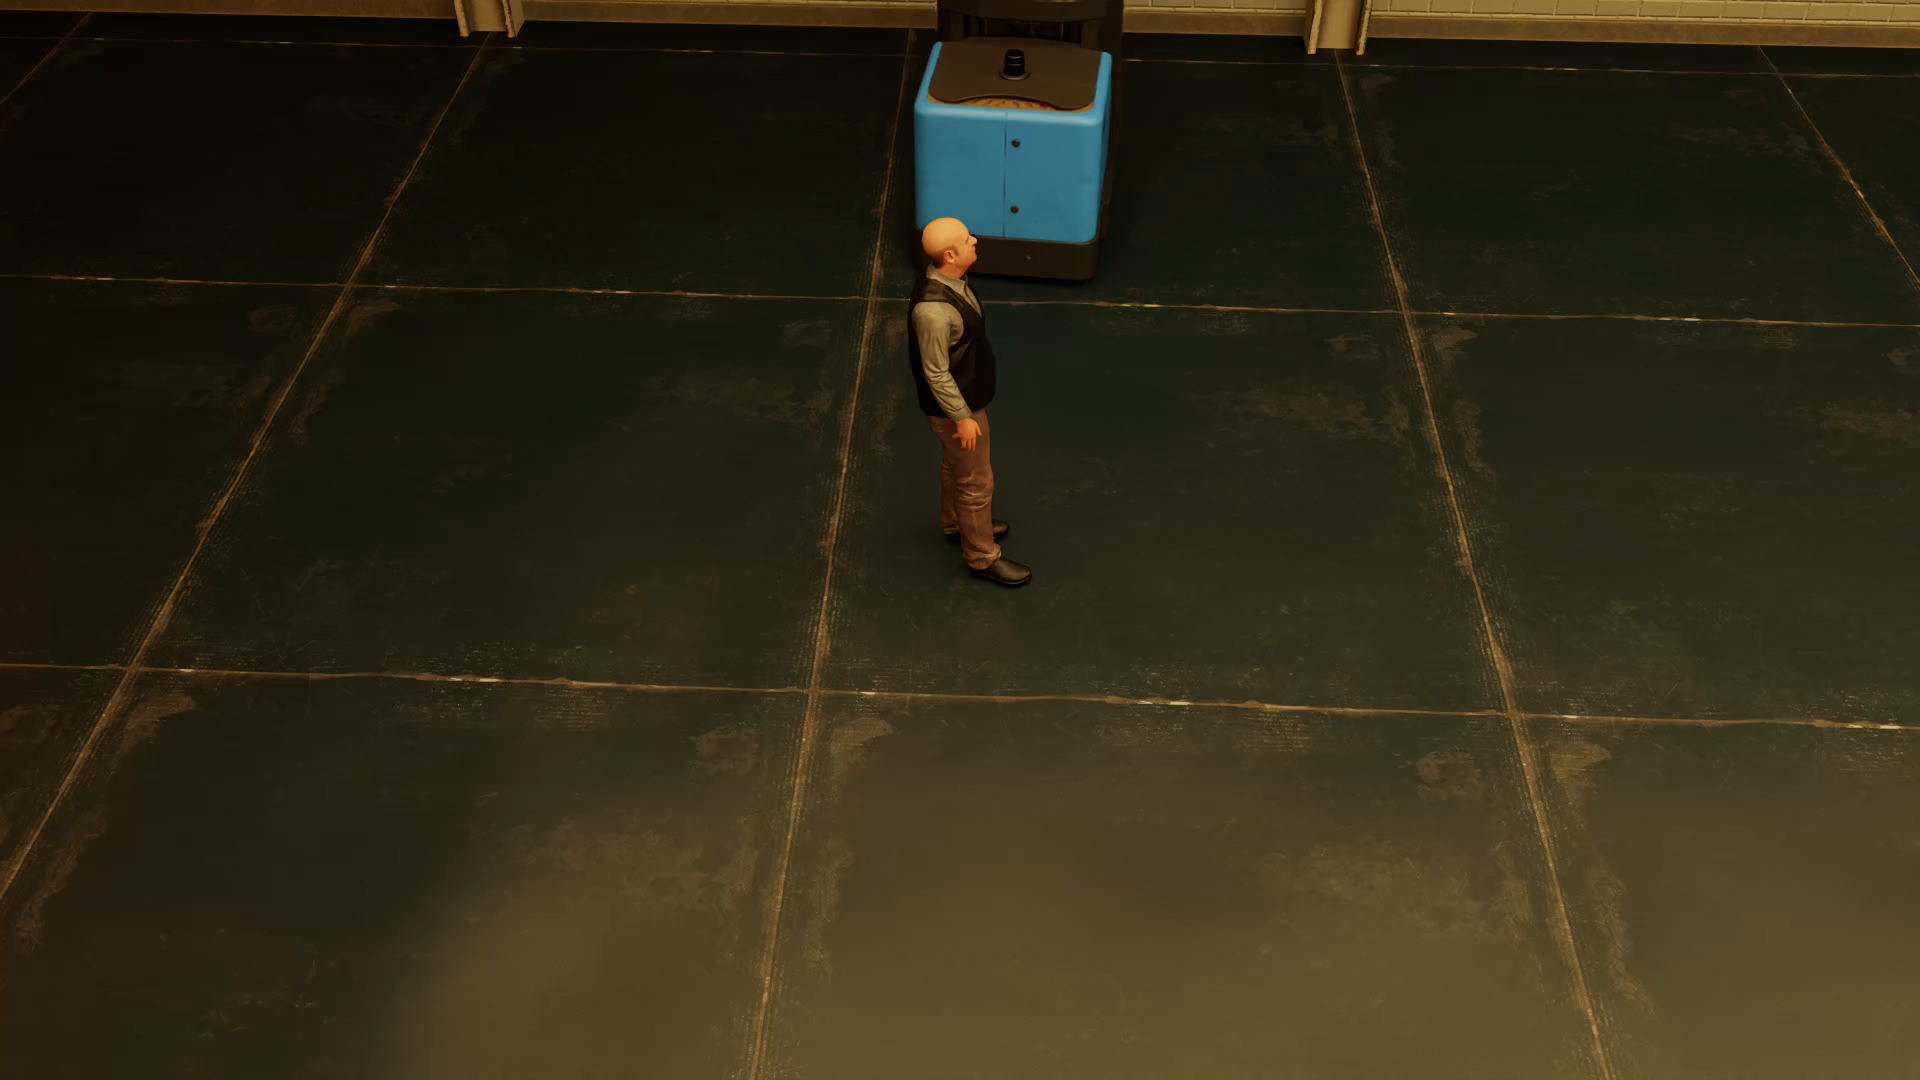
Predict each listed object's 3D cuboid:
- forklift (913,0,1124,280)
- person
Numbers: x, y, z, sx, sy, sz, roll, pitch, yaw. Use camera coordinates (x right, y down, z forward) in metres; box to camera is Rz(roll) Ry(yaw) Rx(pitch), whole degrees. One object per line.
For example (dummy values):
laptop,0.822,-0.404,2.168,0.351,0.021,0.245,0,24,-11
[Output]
forklift,0.444,-3.549,9.630,1.130,2.935,3.031,5,43,6
person,0.070,-0.633,7.323,0.552,1.720,0.632,2,42,2
